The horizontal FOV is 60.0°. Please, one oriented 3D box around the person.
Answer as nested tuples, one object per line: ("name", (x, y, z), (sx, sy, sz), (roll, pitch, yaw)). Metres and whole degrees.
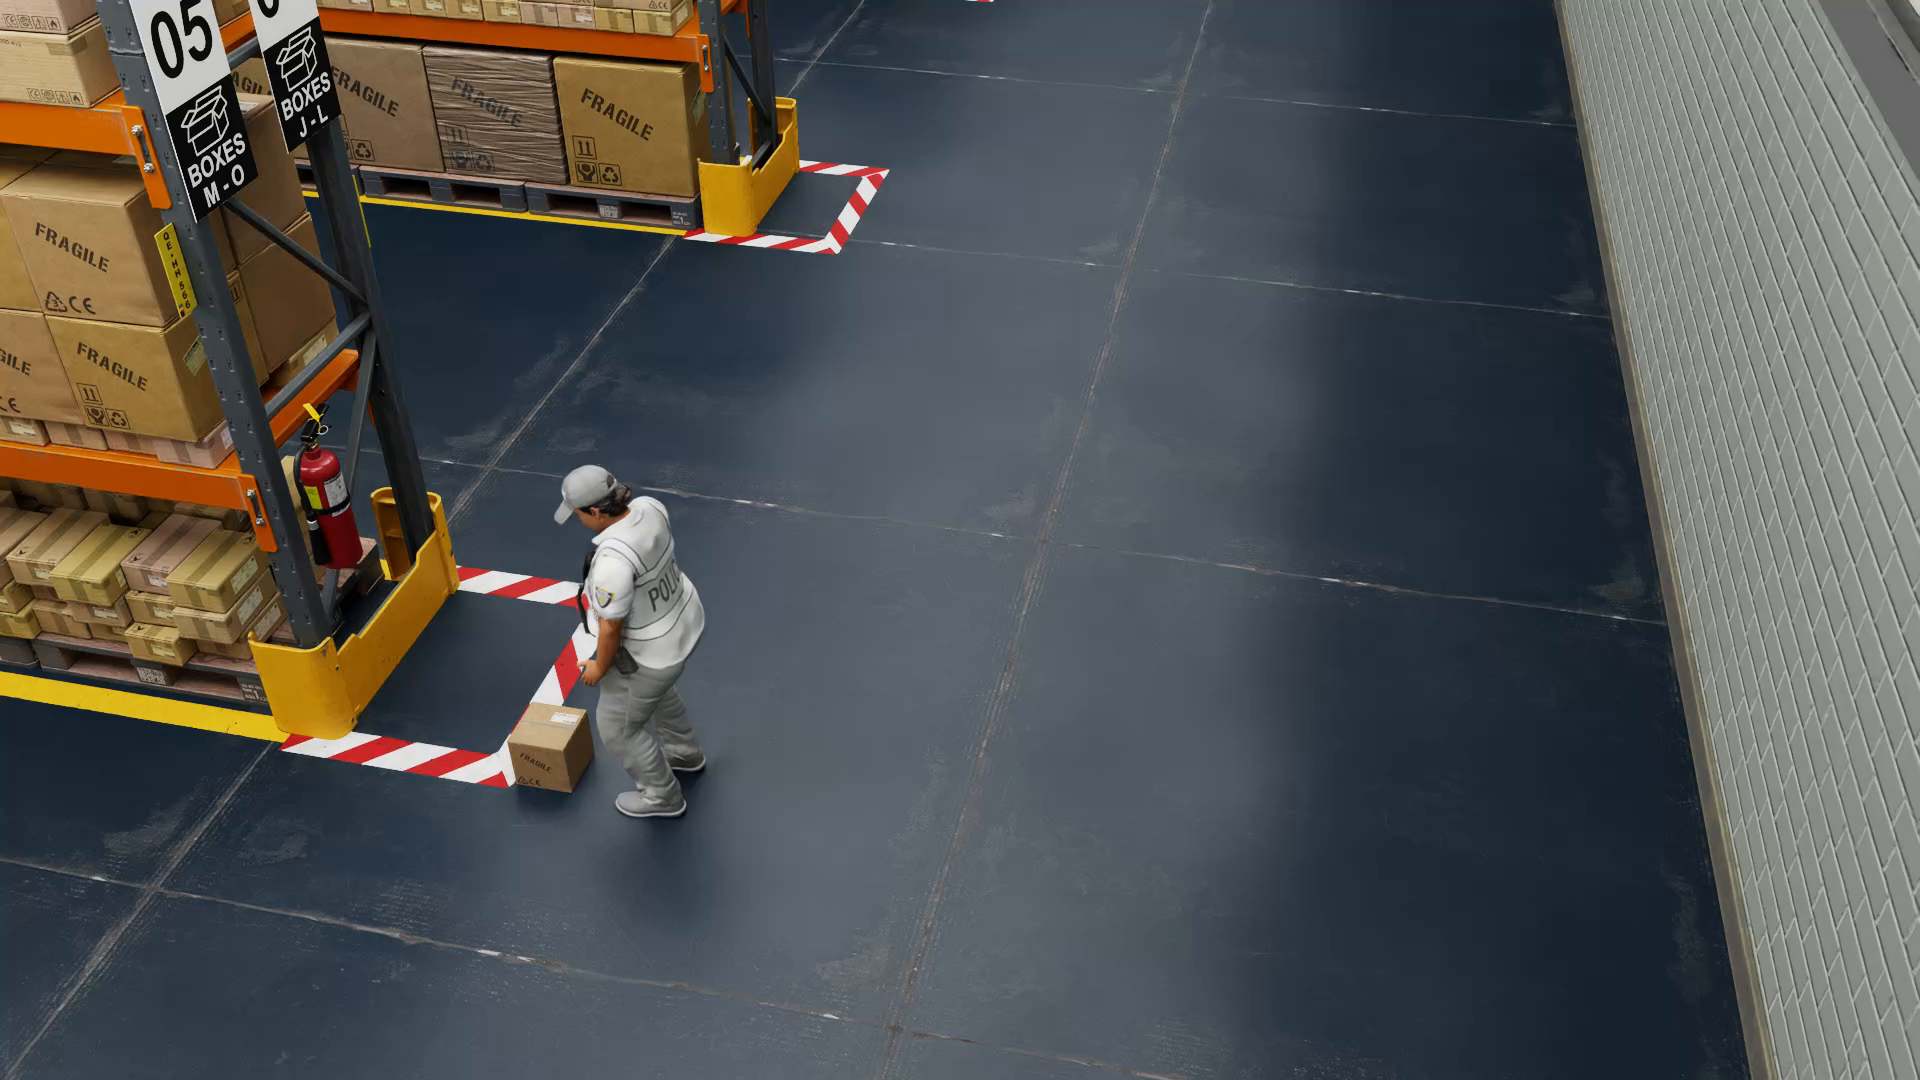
("person", (-1.266, 0.405, 6.472), (0.453, 1.621, 0.496), (8, 38, 11))
